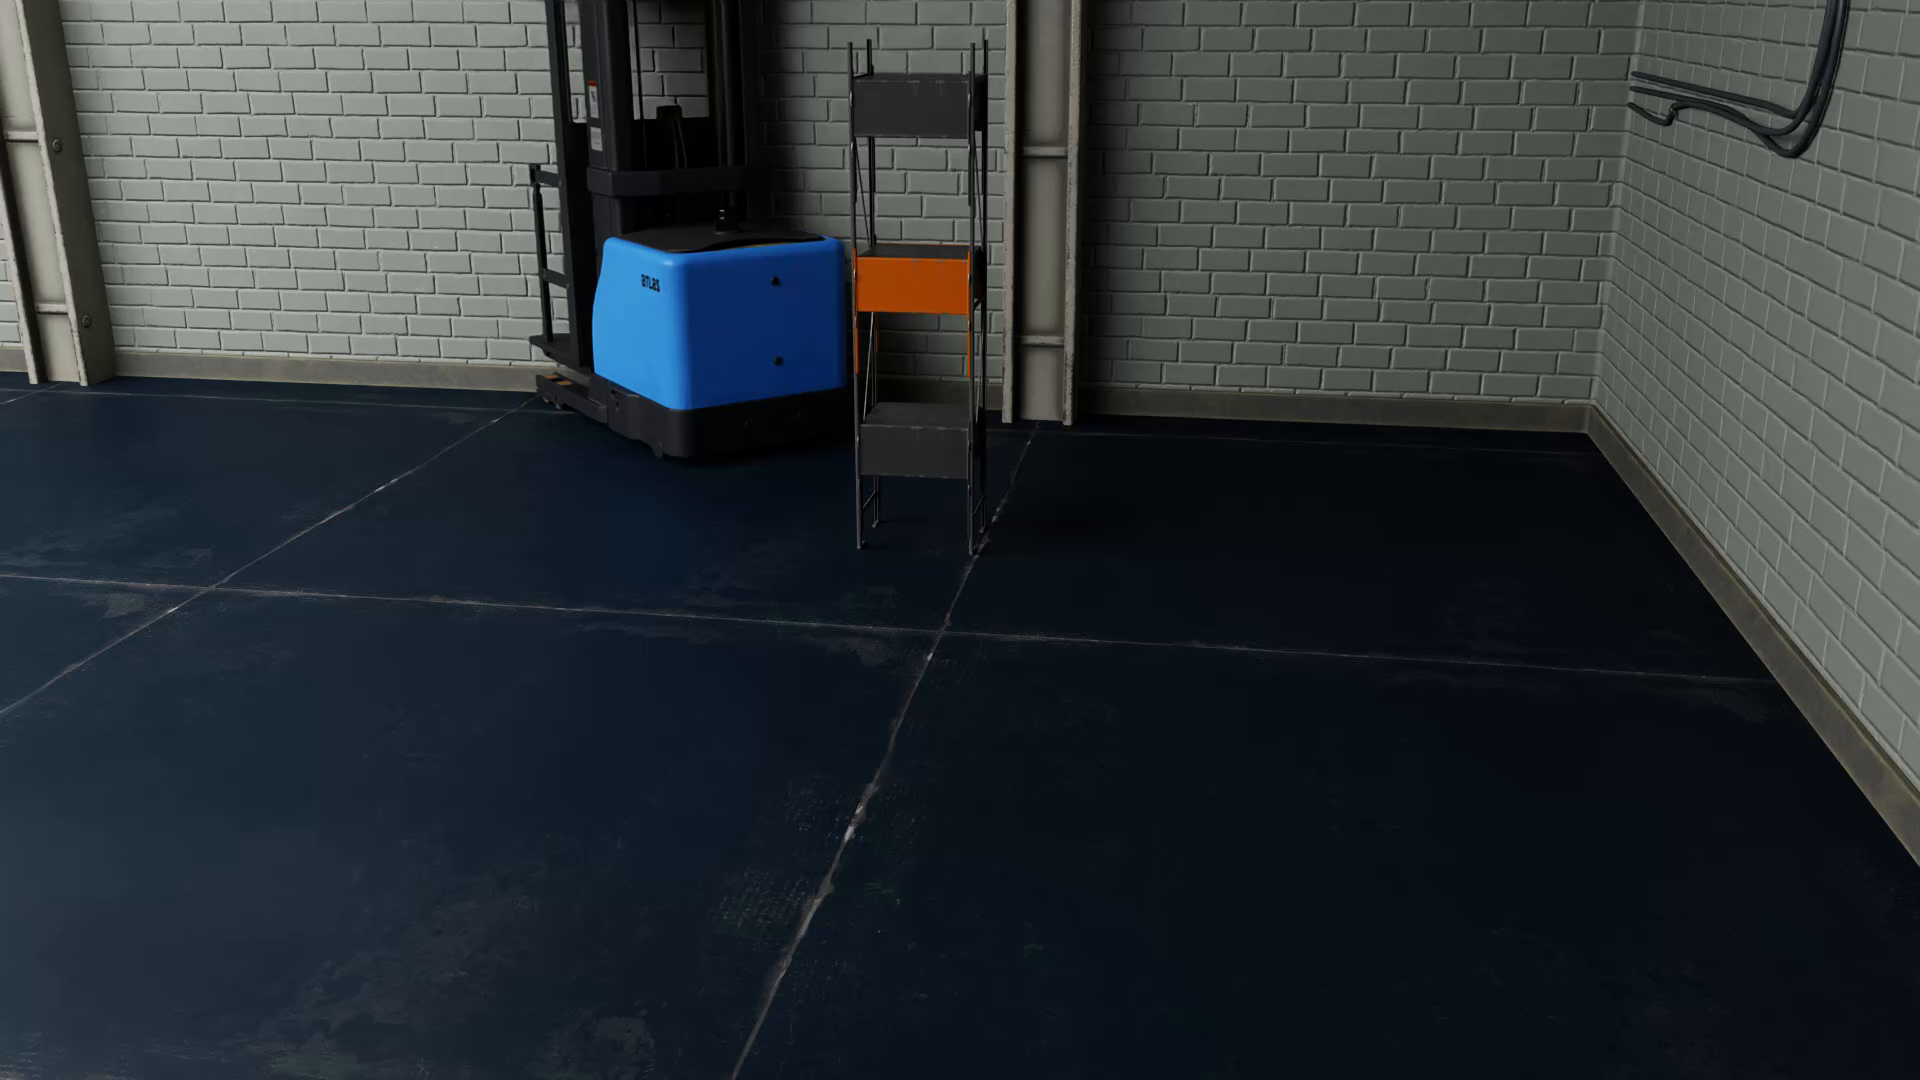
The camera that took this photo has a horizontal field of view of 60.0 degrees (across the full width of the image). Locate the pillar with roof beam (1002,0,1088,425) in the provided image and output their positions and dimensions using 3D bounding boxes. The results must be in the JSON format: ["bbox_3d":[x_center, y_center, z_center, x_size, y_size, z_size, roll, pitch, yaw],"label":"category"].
[{"bbox_3d":[-0.228,-3.612,3.917,0.400,9.000,9.100,3,19,9],"label":"pillar with roof beam"}]

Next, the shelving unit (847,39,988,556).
[{"bbox_3d":[-0.163,-1.004,6.995,0.503,2.100,0.431,3,19,9],"label":"shelving unit"}]

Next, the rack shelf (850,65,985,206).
[{"bbox_3d":[-0.163,-1.655,6.777,0.480,0.518,0.431,3,19,9],"label":"rack shelf"}]

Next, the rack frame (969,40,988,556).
[{"bbox_3d":[0.078,-0.992,6.958,0.015,2.100,0.400,3,19,9],"label":"rack frame"}]

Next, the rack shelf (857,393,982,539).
[{"bbox_3d":[-0.163,-0.327,7.221,0.480,0.518,0.431,3,19,9],"label":"rack shelf"}]

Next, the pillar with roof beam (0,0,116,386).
[{"bbox_3d":[-6.152,-3.914,4.819,0.400,9.000,9.100,3,19,9],"label":"pillar with roof beam"}]

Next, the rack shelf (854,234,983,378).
[{"bbox_3d":[-0.163,-0.991,6.999,0.480,0.518,0.431,3,19,9],"label":"rack shelf"}]

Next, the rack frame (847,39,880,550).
[{"bbox_3d":[-0.404,-1.016,7.032,0.015,2.100,0.400,3,19,9],"label":"rack frame"}]

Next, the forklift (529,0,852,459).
[{"bbox_3d":[-1.814,-2.212,9.296,1.130,2.935,3.031,-12,22,-32],"label":"forklift"}]

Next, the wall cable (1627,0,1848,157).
[{"bbox_3d":[3.154,-2.926,6.759,0.112,2.526,3.097,3,19,9],"label":"wall cable"}]
